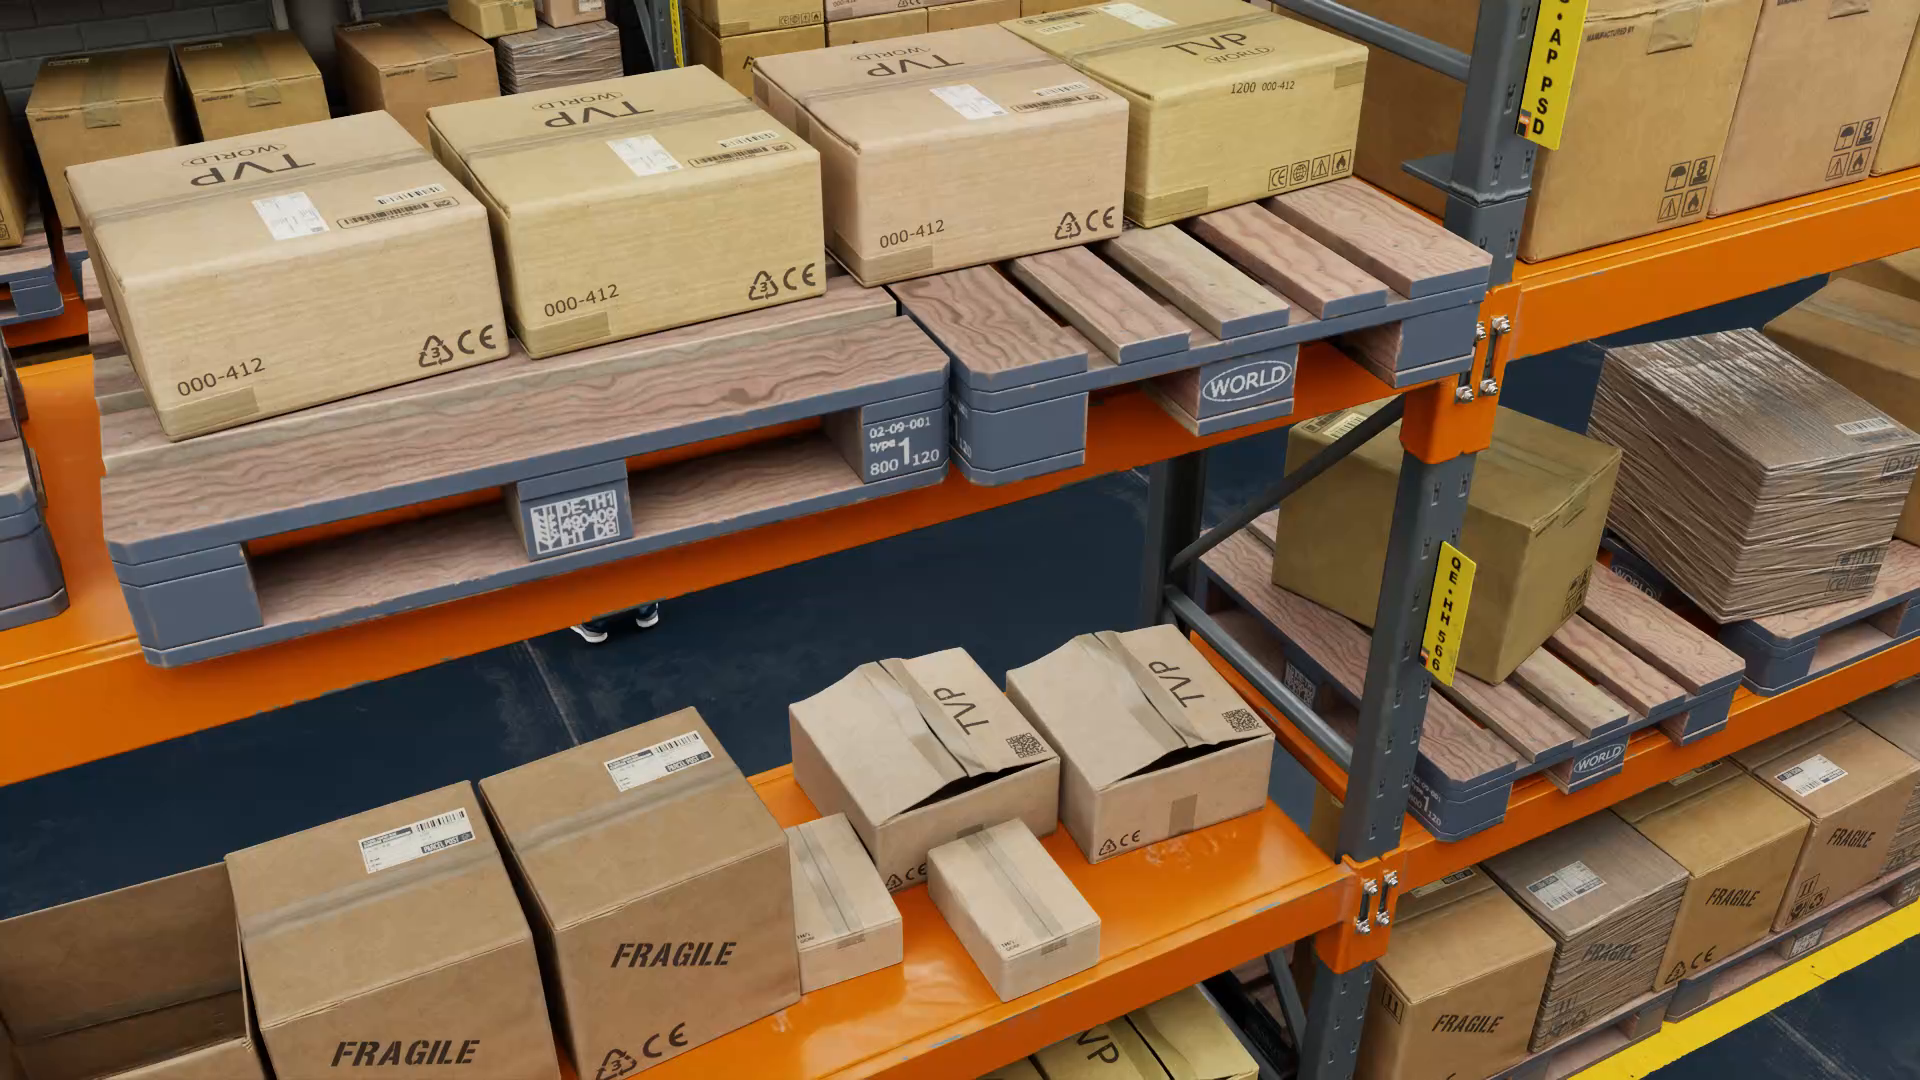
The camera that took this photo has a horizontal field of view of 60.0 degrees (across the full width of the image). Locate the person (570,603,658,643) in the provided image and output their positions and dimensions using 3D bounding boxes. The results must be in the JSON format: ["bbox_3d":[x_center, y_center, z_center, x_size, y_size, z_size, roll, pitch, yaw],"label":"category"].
[{"bbox_3d":[-1.480,-0.294,6.594,0.485,1.593,0.343,-18,38,-25],"label":"person"}]
